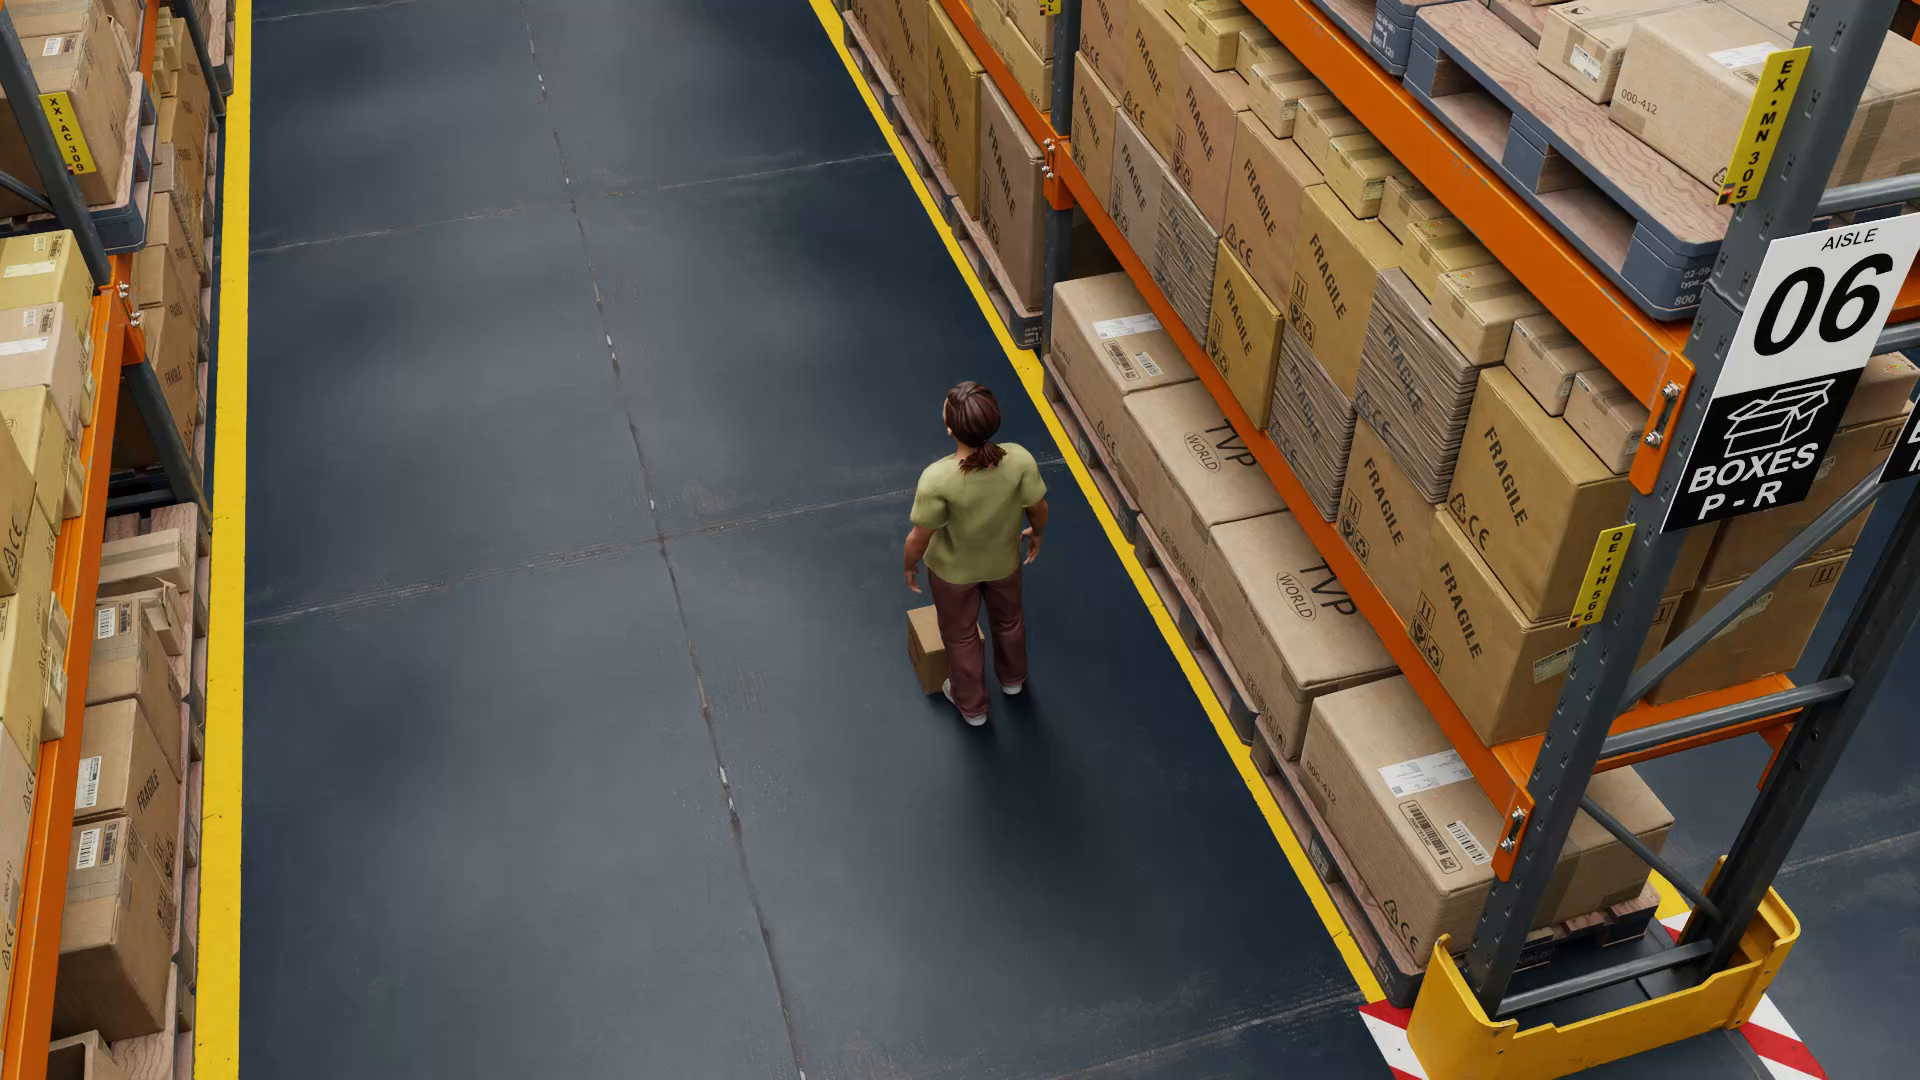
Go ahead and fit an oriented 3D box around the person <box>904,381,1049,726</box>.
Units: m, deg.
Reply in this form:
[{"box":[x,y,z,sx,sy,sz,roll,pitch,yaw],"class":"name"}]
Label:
[{"box":[0.038,0.032,6.113,0.555,1.675,0.549,-12,44,-13],"class":"person"}]
